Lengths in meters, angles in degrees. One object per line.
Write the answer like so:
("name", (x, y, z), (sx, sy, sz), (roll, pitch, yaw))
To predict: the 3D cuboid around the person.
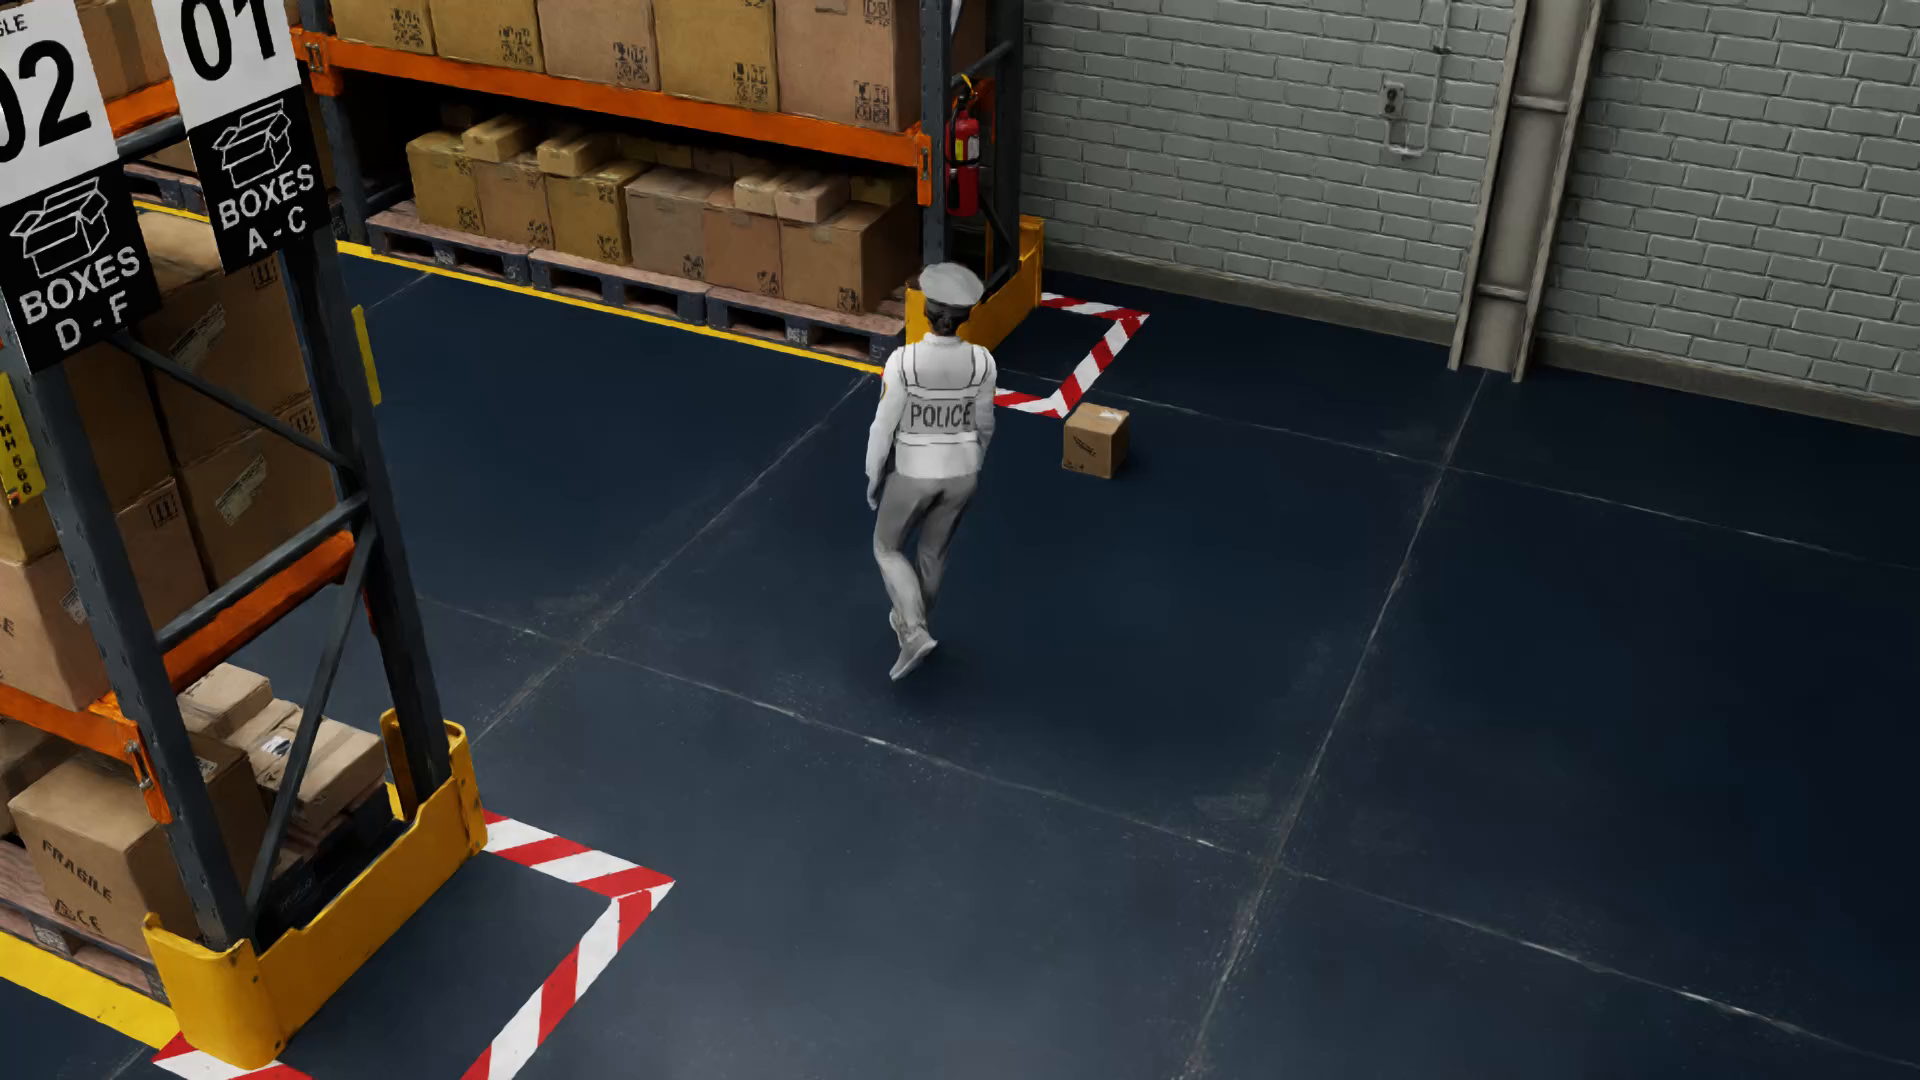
("person", (-0.096, -0.208, 6.426), (0.513, 1.639, 0.631), (-7, 34, -10))
